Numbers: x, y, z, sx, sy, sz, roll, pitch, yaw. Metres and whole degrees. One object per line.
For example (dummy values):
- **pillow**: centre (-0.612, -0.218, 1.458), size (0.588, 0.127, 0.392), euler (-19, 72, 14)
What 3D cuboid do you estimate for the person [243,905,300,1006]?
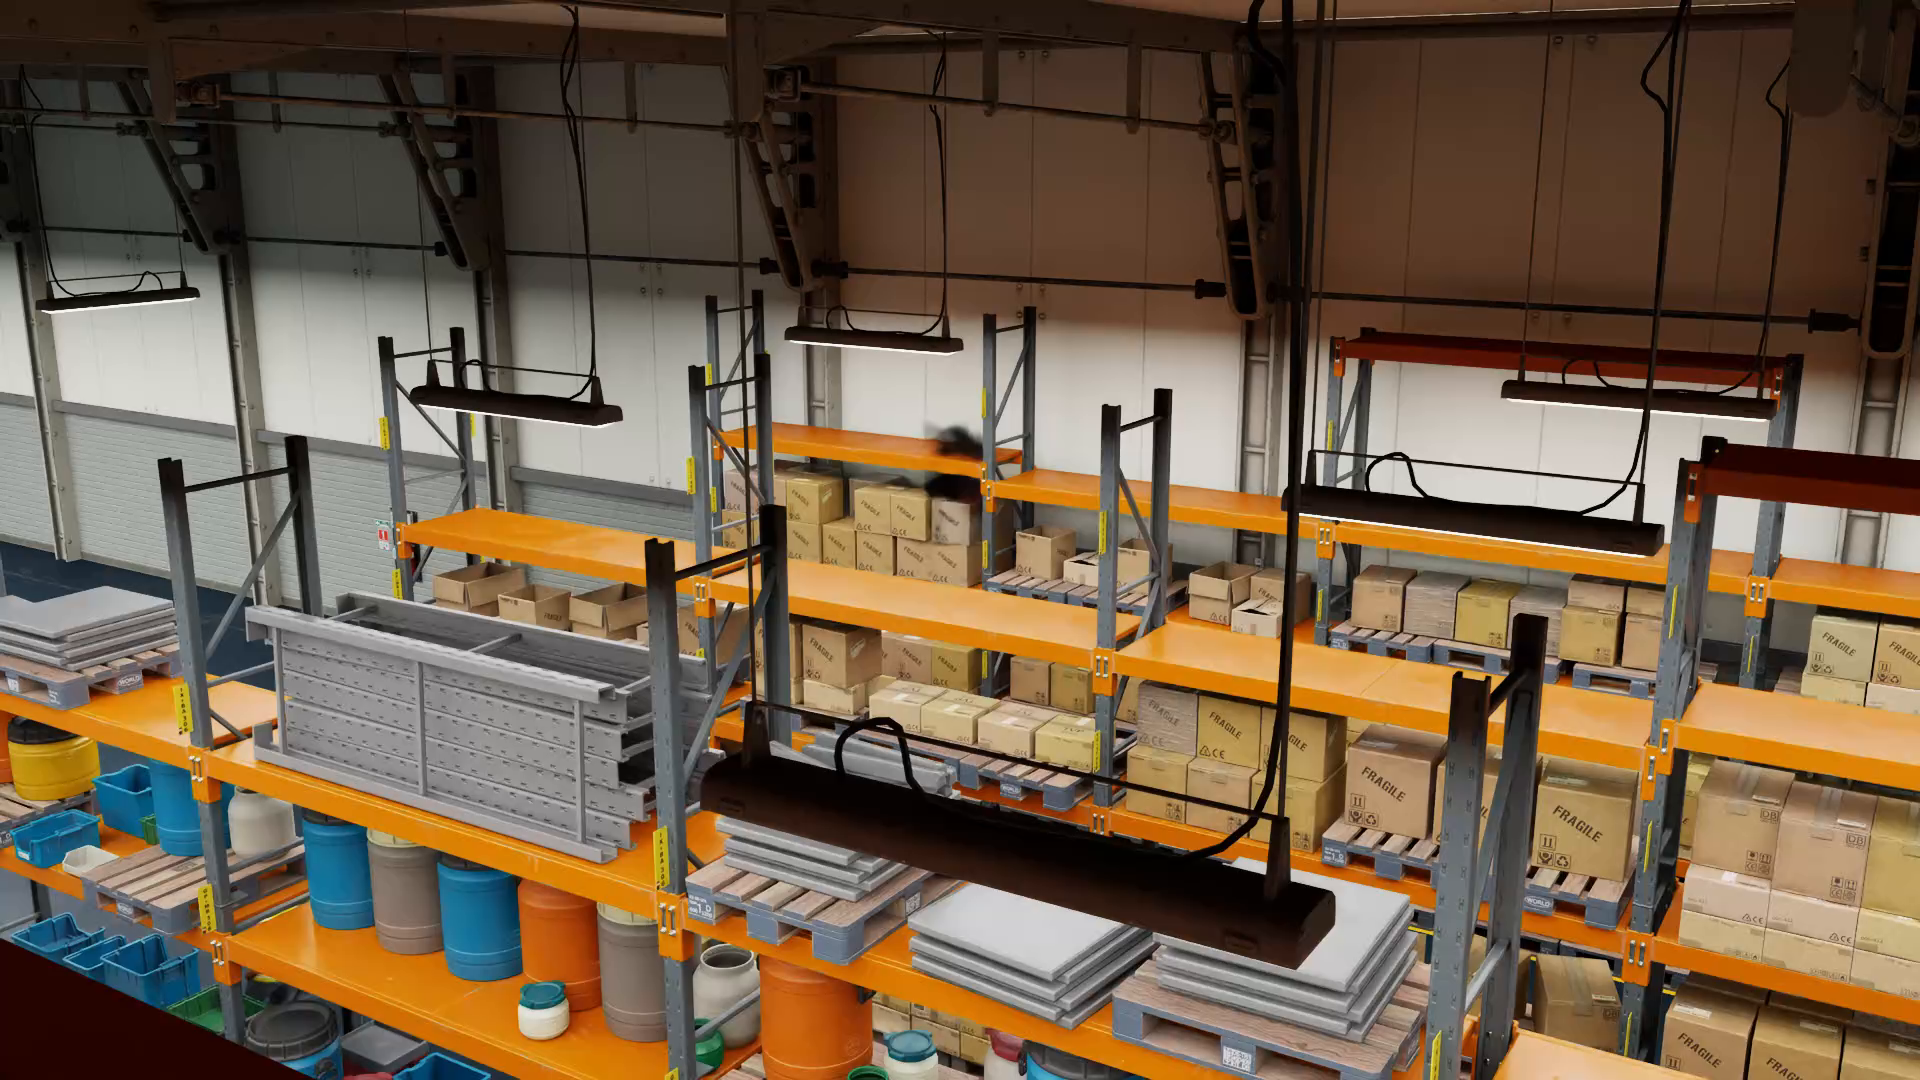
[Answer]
- **person**: centre (-6.008, 3.743, 14.466), size (0.622, 1.746, 0.681), euler (7, 15, 25)
